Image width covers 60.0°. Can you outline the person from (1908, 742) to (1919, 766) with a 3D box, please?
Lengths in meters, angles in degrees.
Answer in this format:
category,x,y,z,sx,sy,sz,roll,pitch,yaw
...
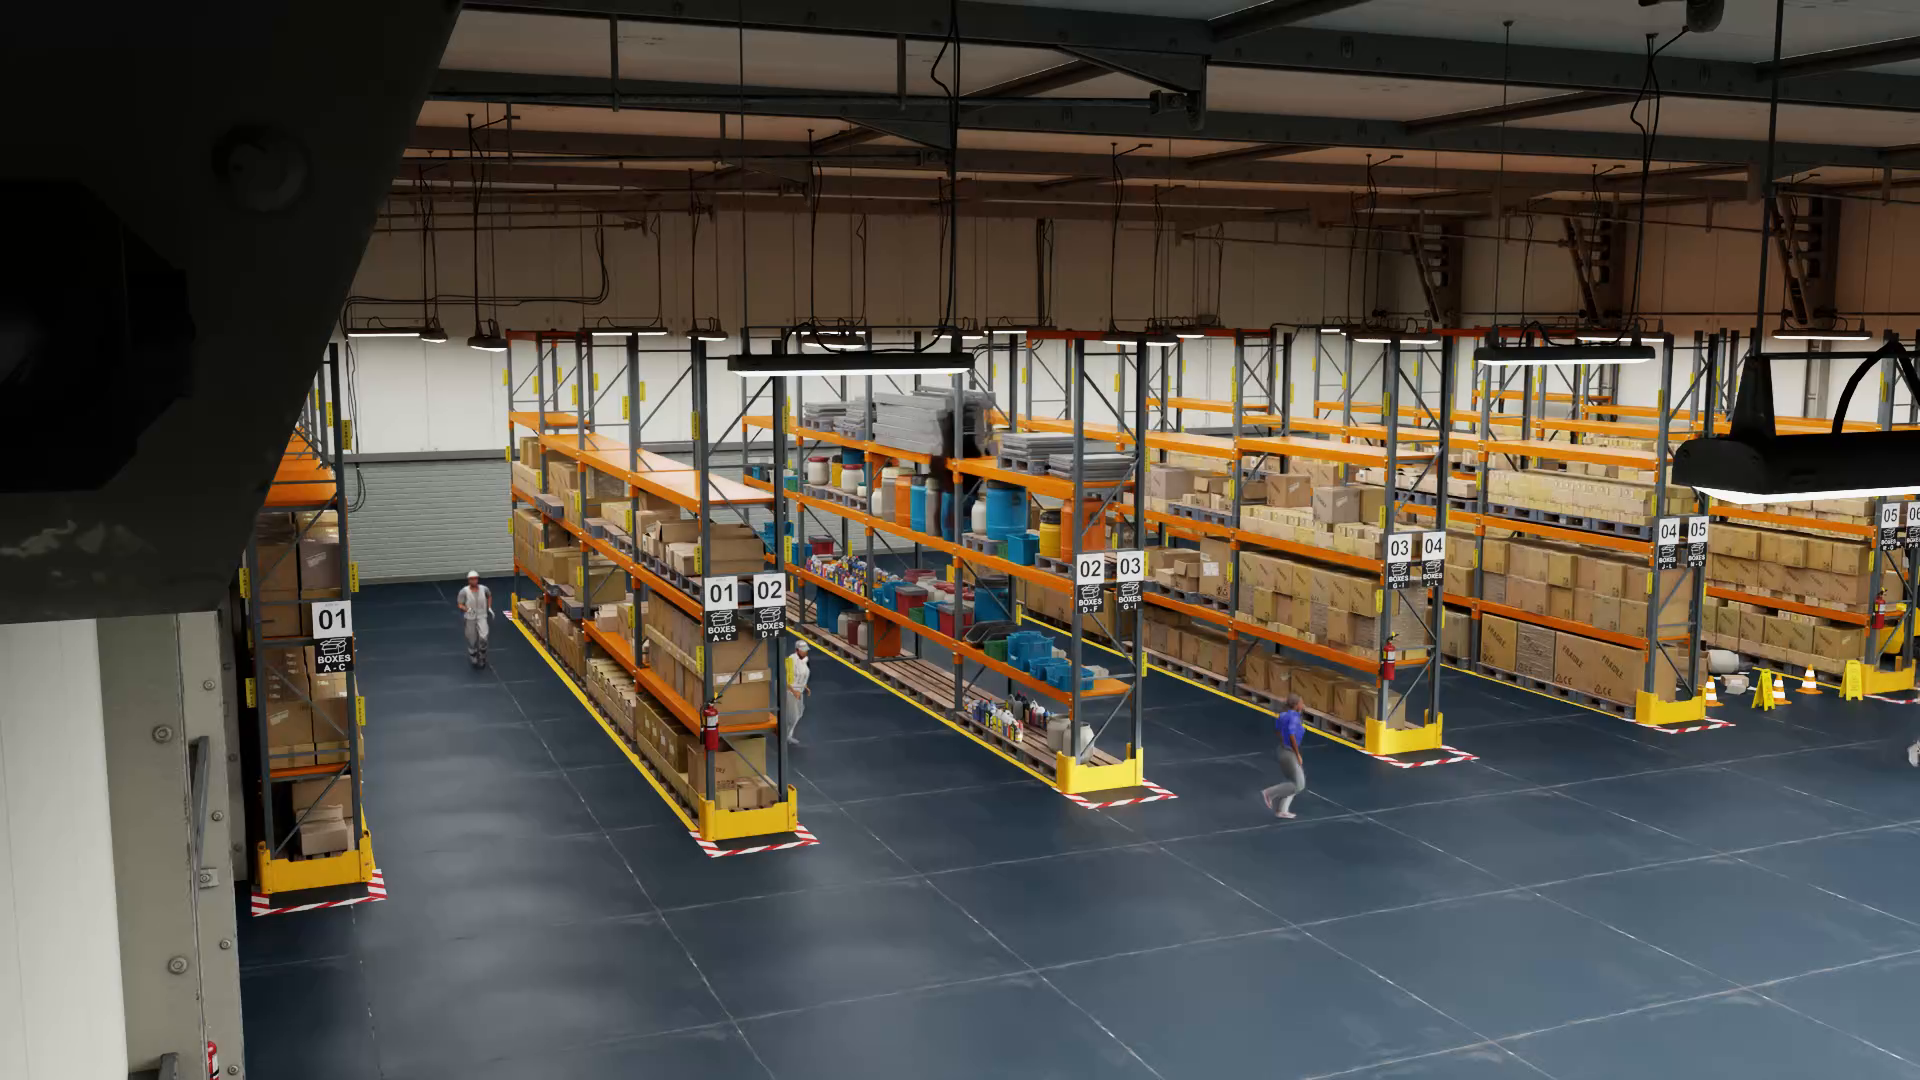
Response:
category,x,y,z,sx,sy,sz,roll,pitch,yaw
person,13.706,2.355,23.195,0.750,1.667,0.739,5,9,35

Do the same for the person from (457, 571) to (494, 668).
category,x,y,z,sx,sy,sz,roll,pitch,yaw
person,-8.613,1.423,29.634,0.642,1.766,0.777,-3,8,-21

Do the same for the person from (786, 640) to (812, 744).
category,x,y,z,sx,sy,sz,roll,pitch,yaw
person,-2.491,2.234,24.528,0.795,1.599,0.608,4,9,27

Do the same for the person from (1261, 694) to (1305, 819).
category,x,y,z,sx,sy,sz,roll,pitch,yaw
person,4.061,2.719,20.908,0.528,1.595,0.571,0,8,-2
